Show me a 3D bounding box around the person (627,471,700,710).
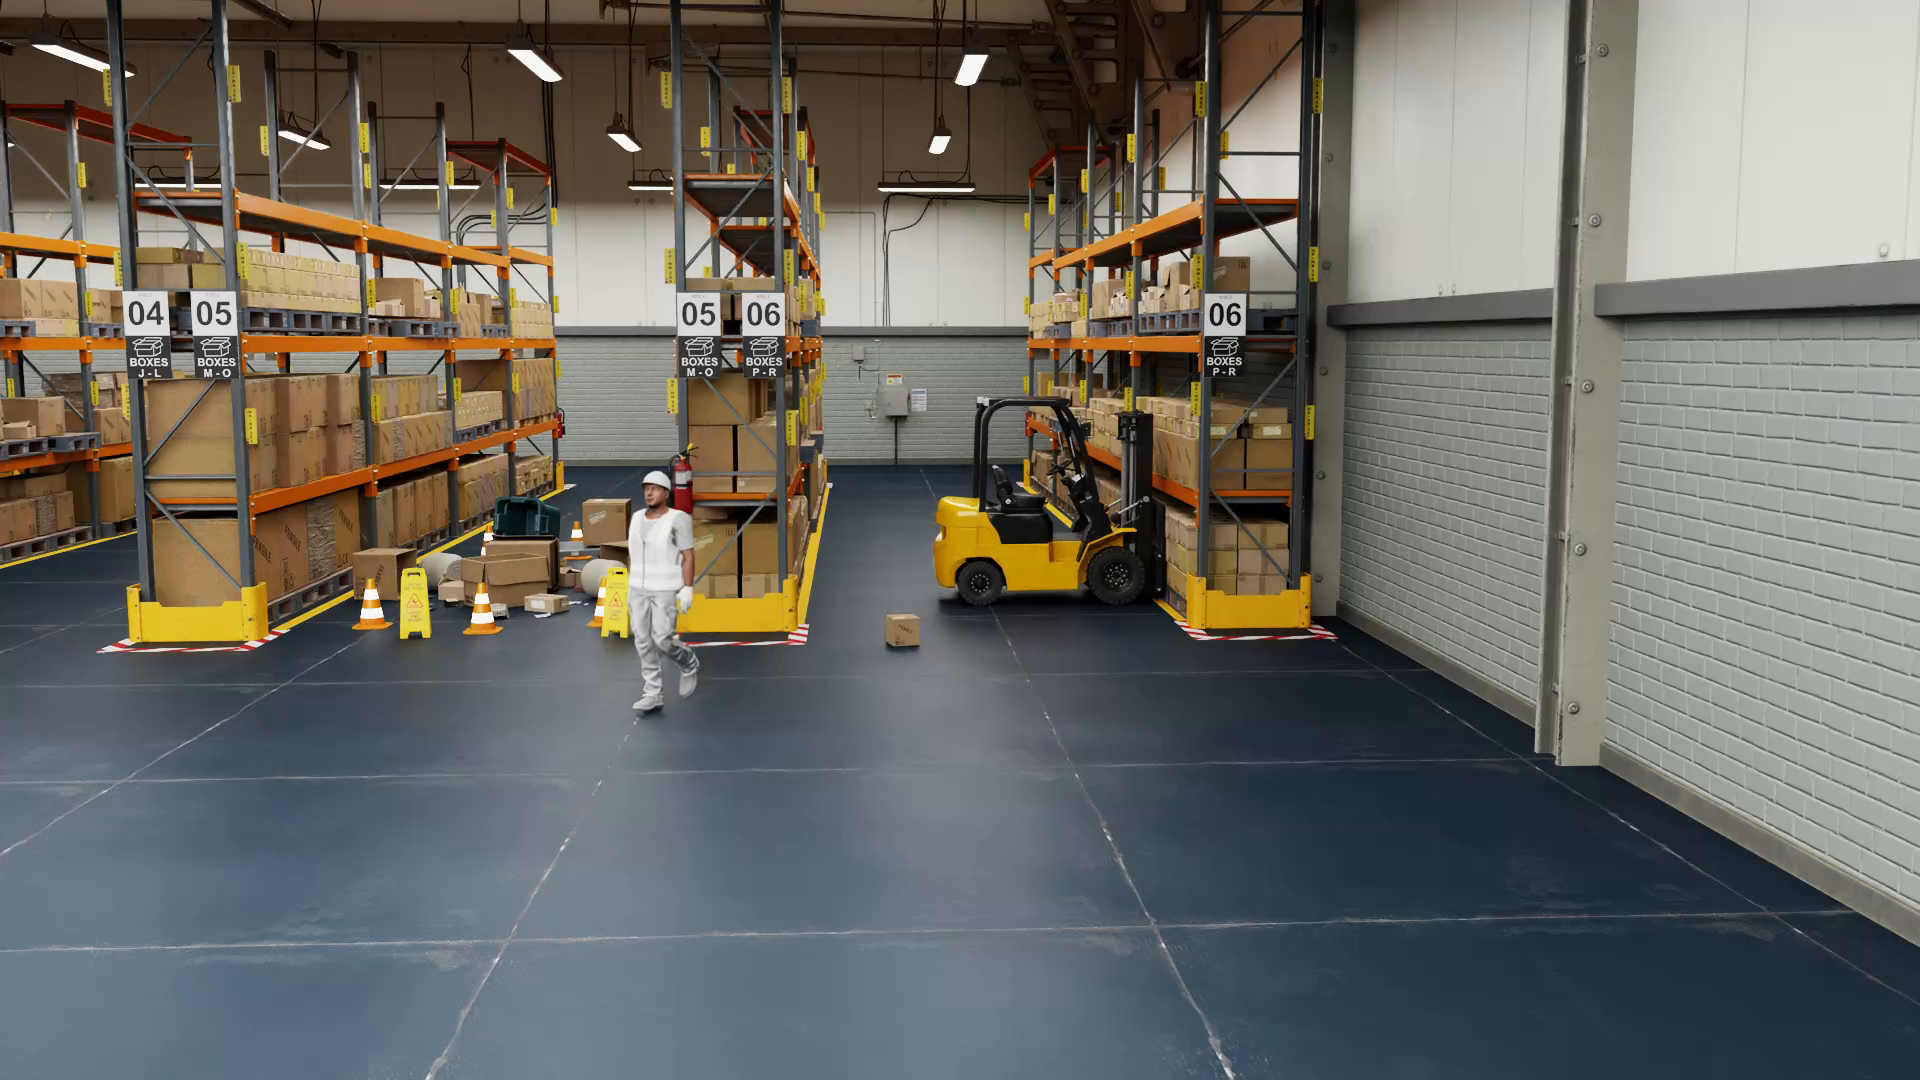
[{"bbox_3d":[-2.229,0.368,12.402,0.551,1.771,0.590,3,8,27],"label":"person"}]
